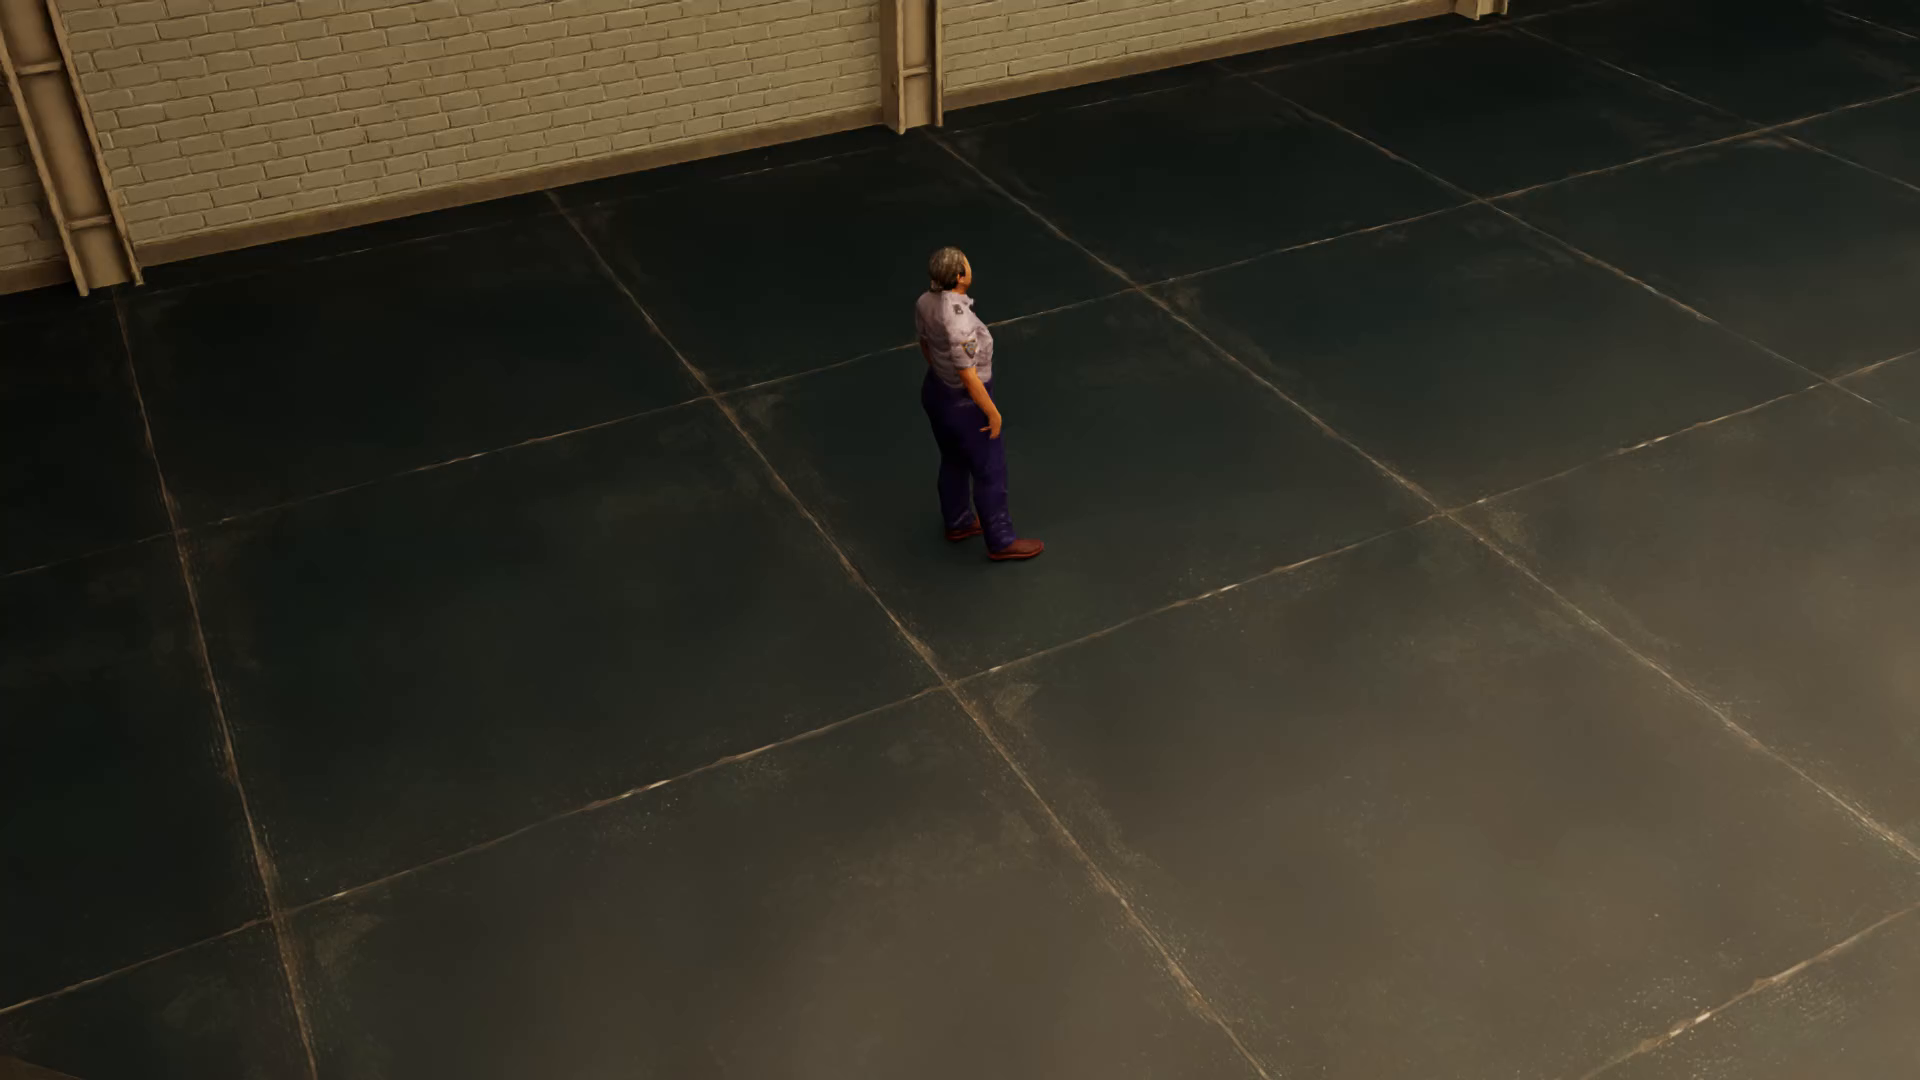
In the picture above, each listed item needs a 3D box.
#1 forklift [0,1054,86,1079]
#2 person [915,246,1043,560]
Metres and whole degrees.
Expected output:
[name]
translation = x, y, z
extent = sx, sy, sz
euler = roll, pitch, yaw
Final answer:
[forklift]
translation = -1.817, 2.353, 2.794
extent = 1.130, 2.935, 3.031
euler = 10, 36, 14
[person]
translation = 0.090, -0.691, 8.201
extent = 0.502, 1.650, 0.599
euler = -17, 39, -23
